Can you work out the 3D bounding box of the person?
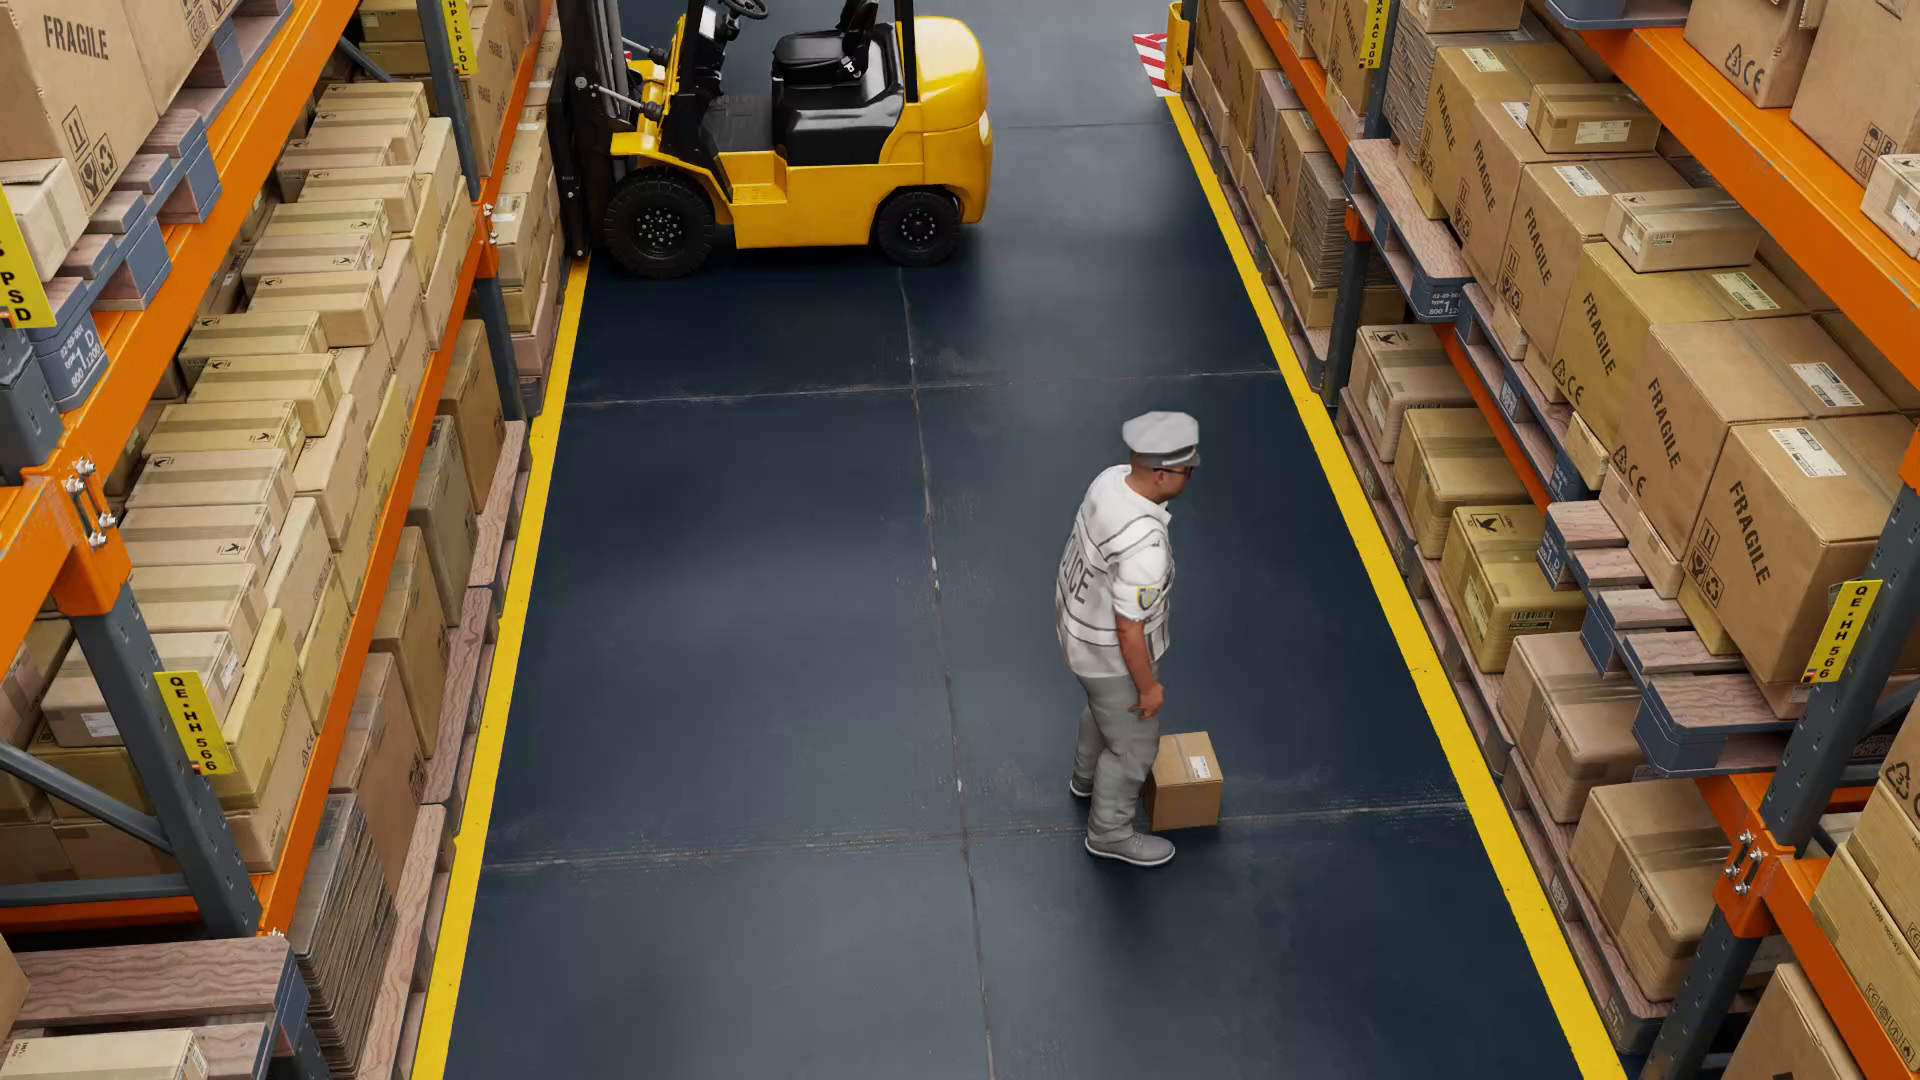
[{"bbox_3d":[0.552,0.340,5.726,0.435,1.748,0.593,-4,39,-5],"label":"person"}]
